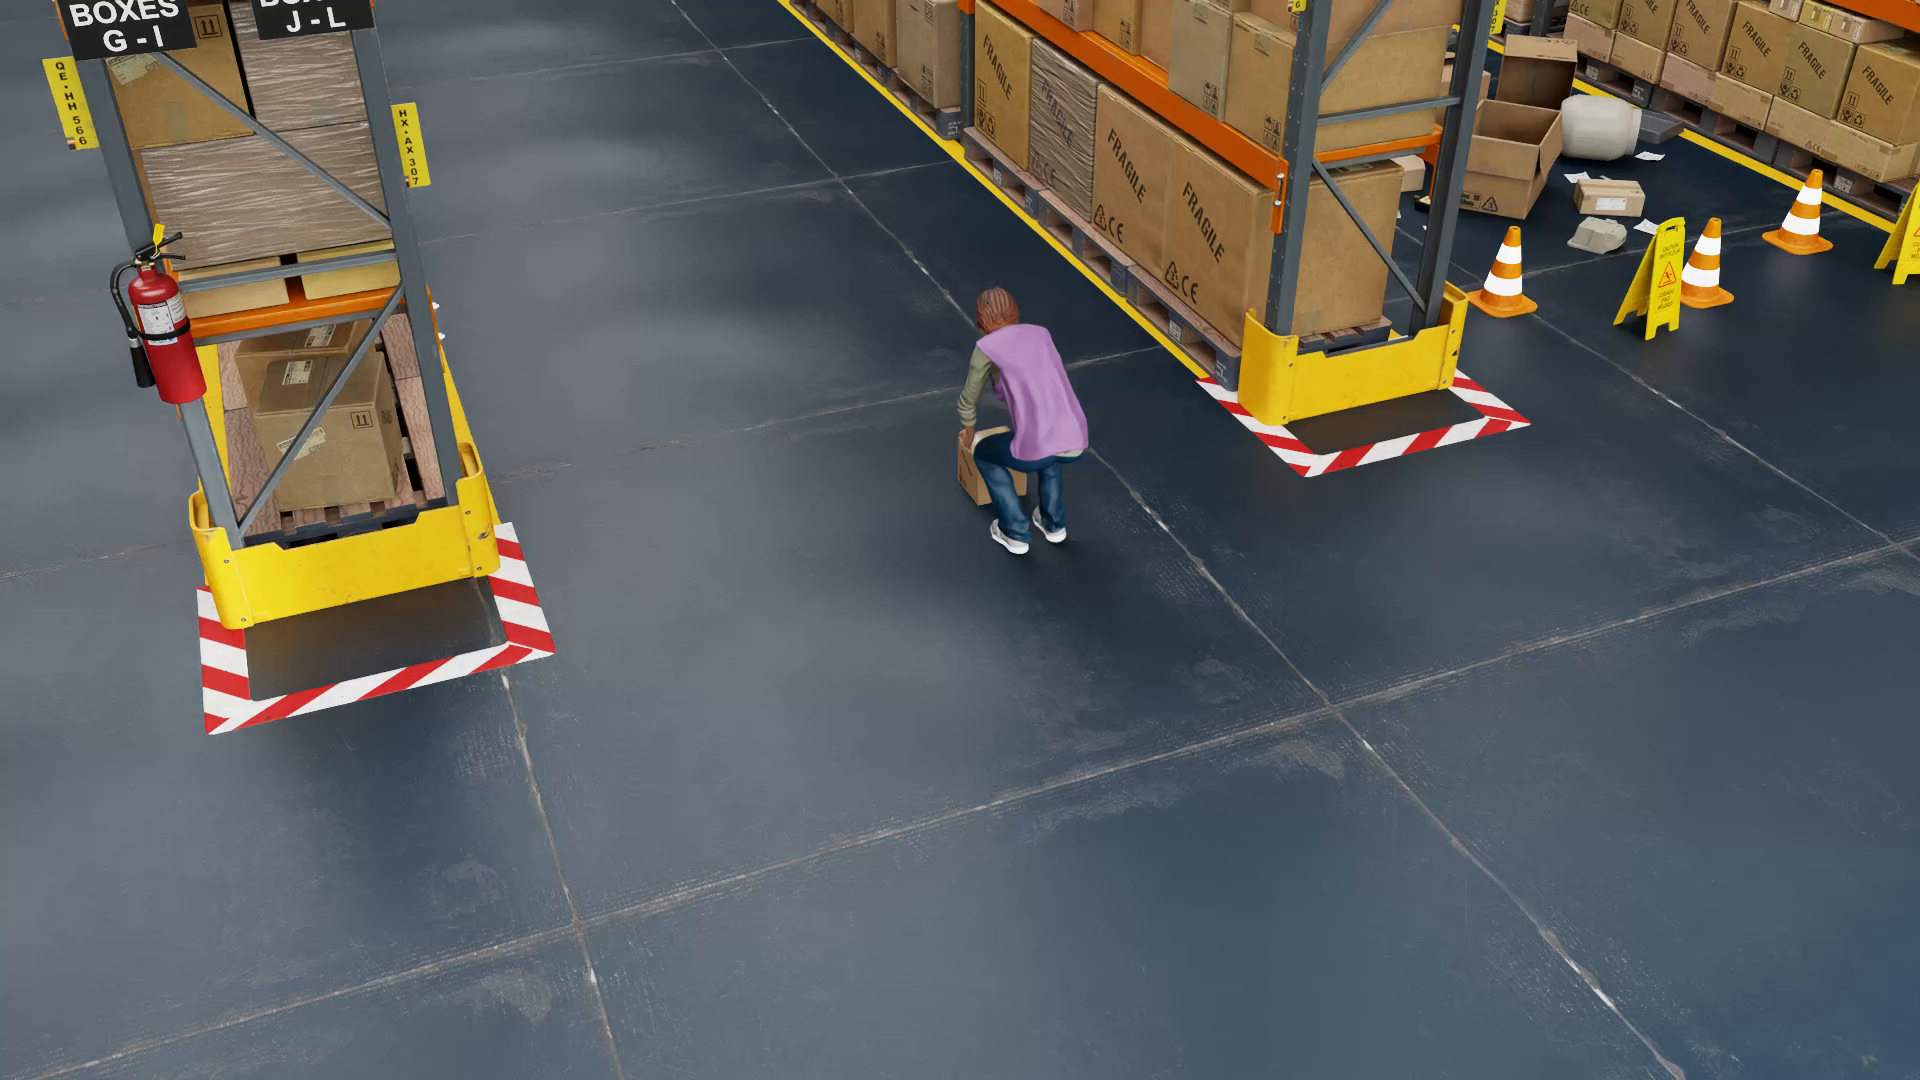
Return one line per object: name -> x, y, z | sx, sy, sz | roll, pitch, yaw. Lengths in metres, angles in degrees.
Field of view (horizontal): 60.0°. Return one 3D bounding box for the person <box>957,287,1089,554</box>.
person -> 0.266, -0.488, 7.334 | 0.460, 1.088, 0.745 | -13, 36, -19
